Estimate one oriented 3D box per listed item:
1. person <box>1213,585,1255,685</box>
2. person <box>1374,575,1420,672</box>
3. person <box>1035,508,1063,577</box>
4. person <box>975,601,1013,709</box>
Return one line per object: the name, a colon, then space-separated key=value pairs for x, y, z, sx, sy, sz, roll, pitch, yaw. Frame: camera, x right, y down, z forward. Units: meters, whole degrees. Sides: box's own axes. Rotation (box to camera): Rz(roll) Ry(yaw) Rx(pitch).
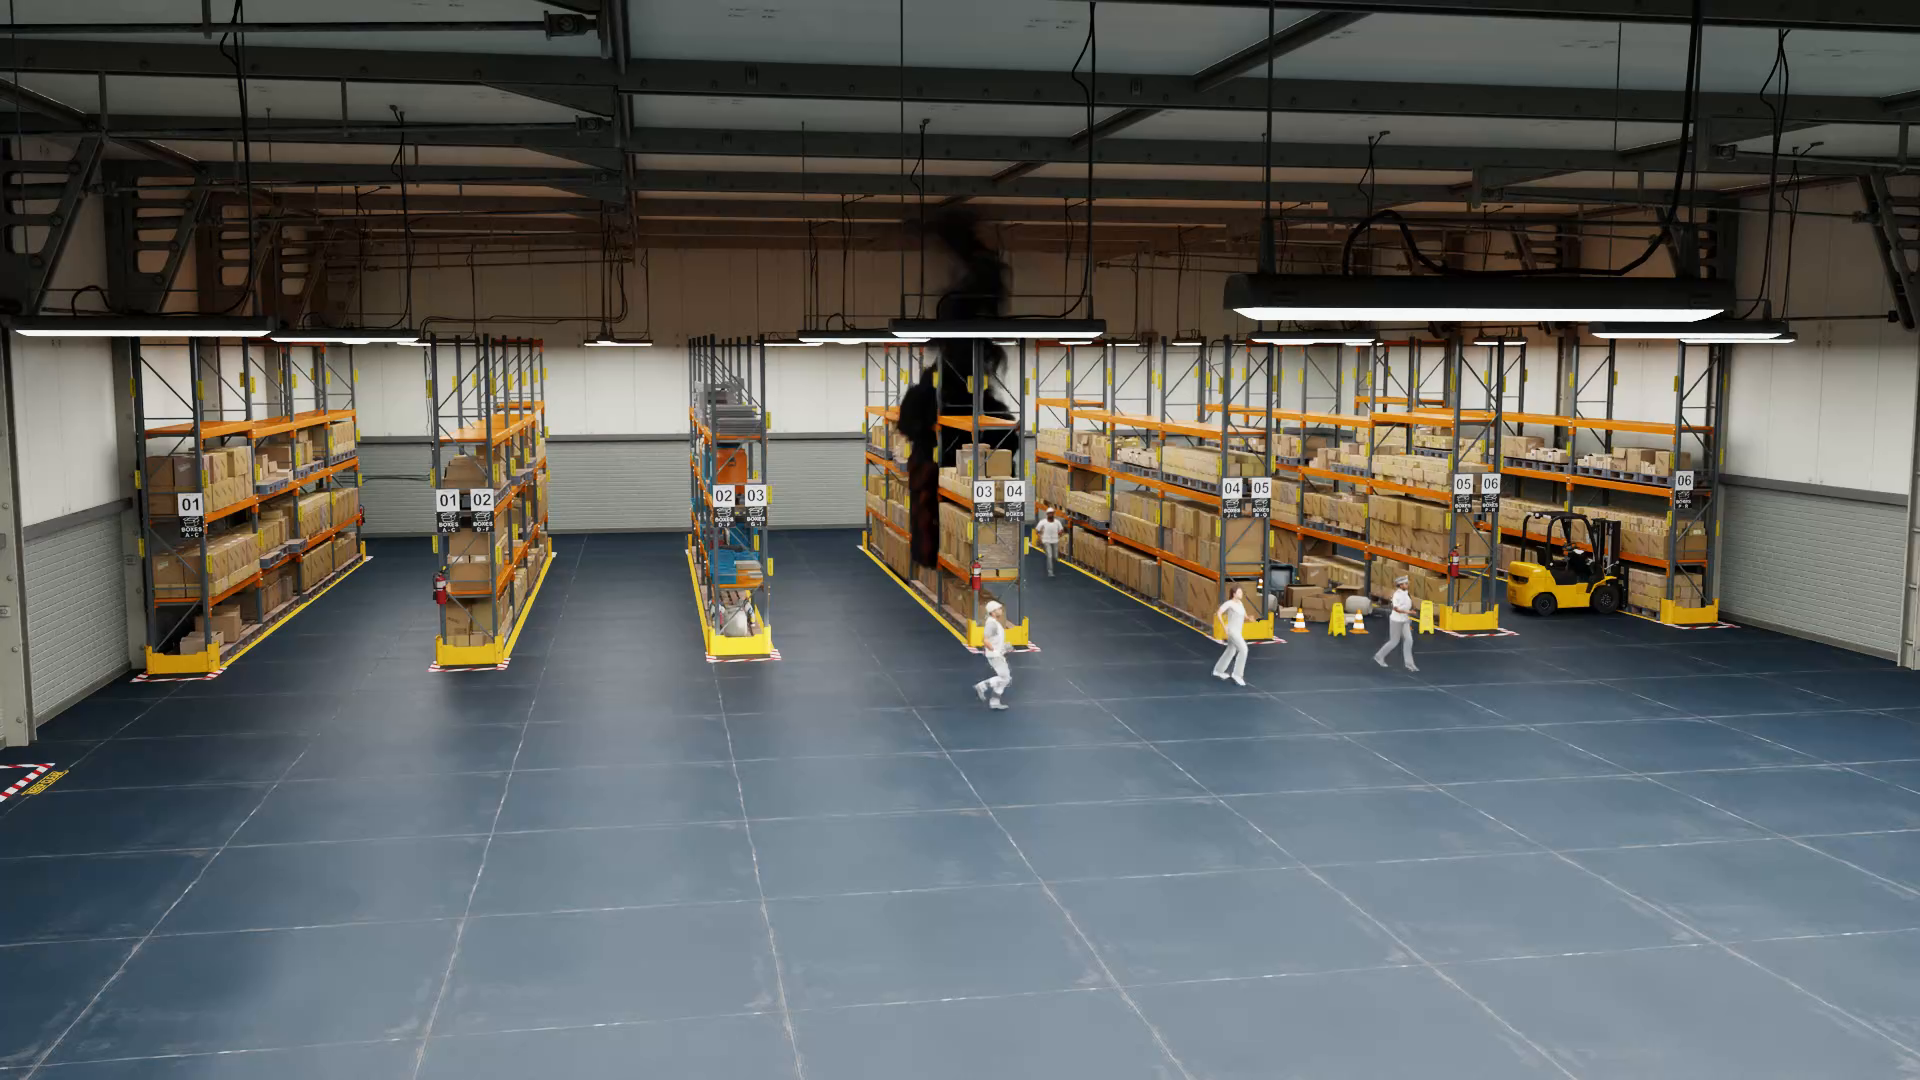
person: x=4.714 y=1.629 z=28.656 sx=0.747 sy=1.721 sz=0.553 roll=4 pitch=7 yaw=28
person: x=7.839 y=1.484 z=29.748 sx=0.809 sy=1.740 sz=0.596 roll=4 pitch=8 yaw=34
person: x=2.270 y=0.054 z=42.021 sx=0.711 sy=1.732 sz=0.795 roll=-1 pitch=7 yaw=-12
person: x=0.542 y=1.834 z=26.479 sx=0.601 sy=1.738 sz=0.657 roll=1 pitch=7 yaw=6
